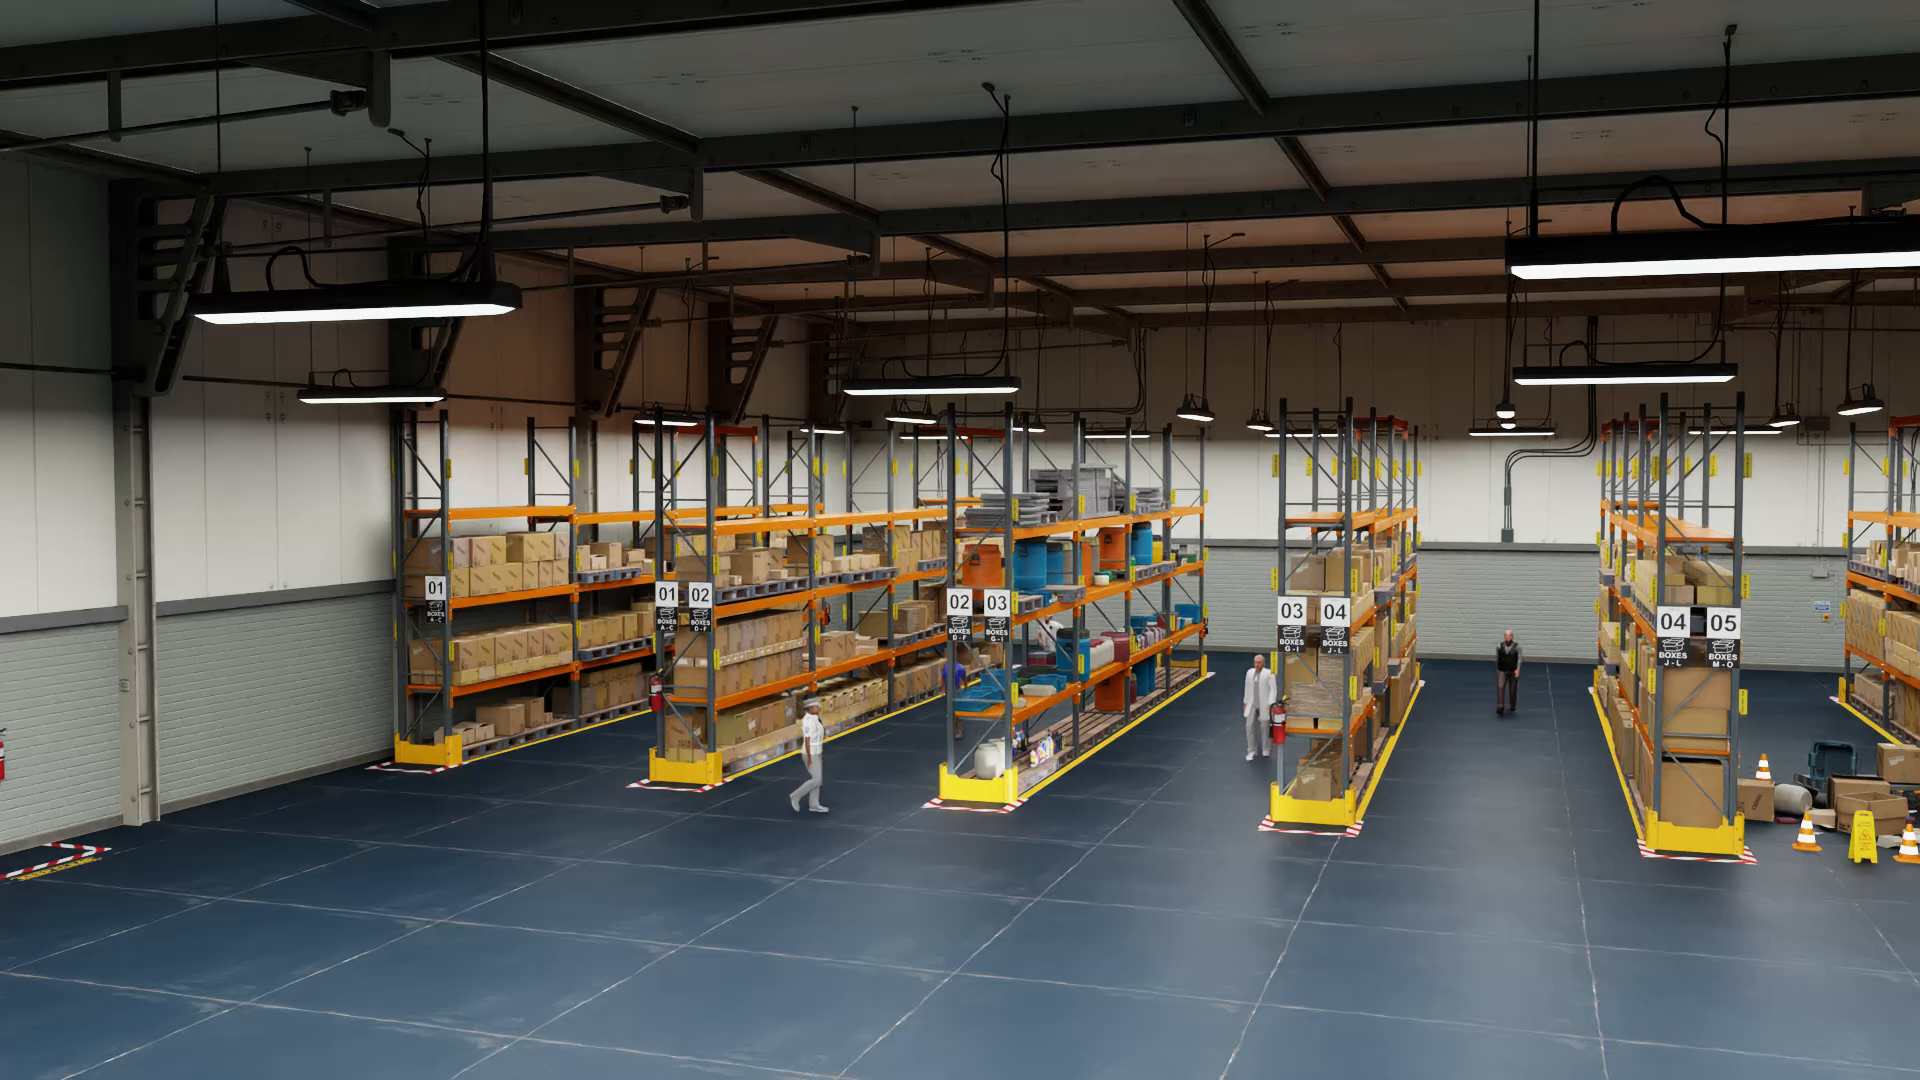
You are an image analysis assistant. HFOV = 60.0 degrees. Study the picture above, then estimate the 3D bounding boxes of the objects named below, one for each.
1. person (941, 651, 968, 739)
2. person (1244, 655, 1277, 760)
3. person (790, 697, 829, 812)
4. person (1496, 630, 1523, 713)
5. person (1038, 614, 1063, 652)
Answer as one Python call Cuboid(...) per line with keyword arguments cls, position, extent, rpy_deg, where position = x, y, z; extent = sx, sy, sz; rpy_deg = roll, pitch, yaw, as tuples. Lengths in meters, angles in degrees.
Cuboid(cls="person", position=(-0.084, 2.866, 31.076), extent=(0.577, 1.591, 0.802), rpy_deg=(1, 3, 30))
Cuboid(cls="person", position=(5.179, 2.896, 28.784), extent=(0.651, 1.827, 0.658), rpy_deg=(2, 3, 34))
Cuboid(cls="person", position=(-2.185, 3.112, 24.114), extent=(0.544, 1.677, 0.486), rpy_deg=(0, 2, 6))
Cuboid(cls="person", position=(11.205, 2.688, 33.957), extent=(0.552, 1.676, 0.970), rpy_deg=(1, 3, 25))
Cuboid(cls="person", position=(2.199, 2.501, 39.894), extent=(0.658, 1.586, 0.753), rpy_deg=(1, 3, 29))
